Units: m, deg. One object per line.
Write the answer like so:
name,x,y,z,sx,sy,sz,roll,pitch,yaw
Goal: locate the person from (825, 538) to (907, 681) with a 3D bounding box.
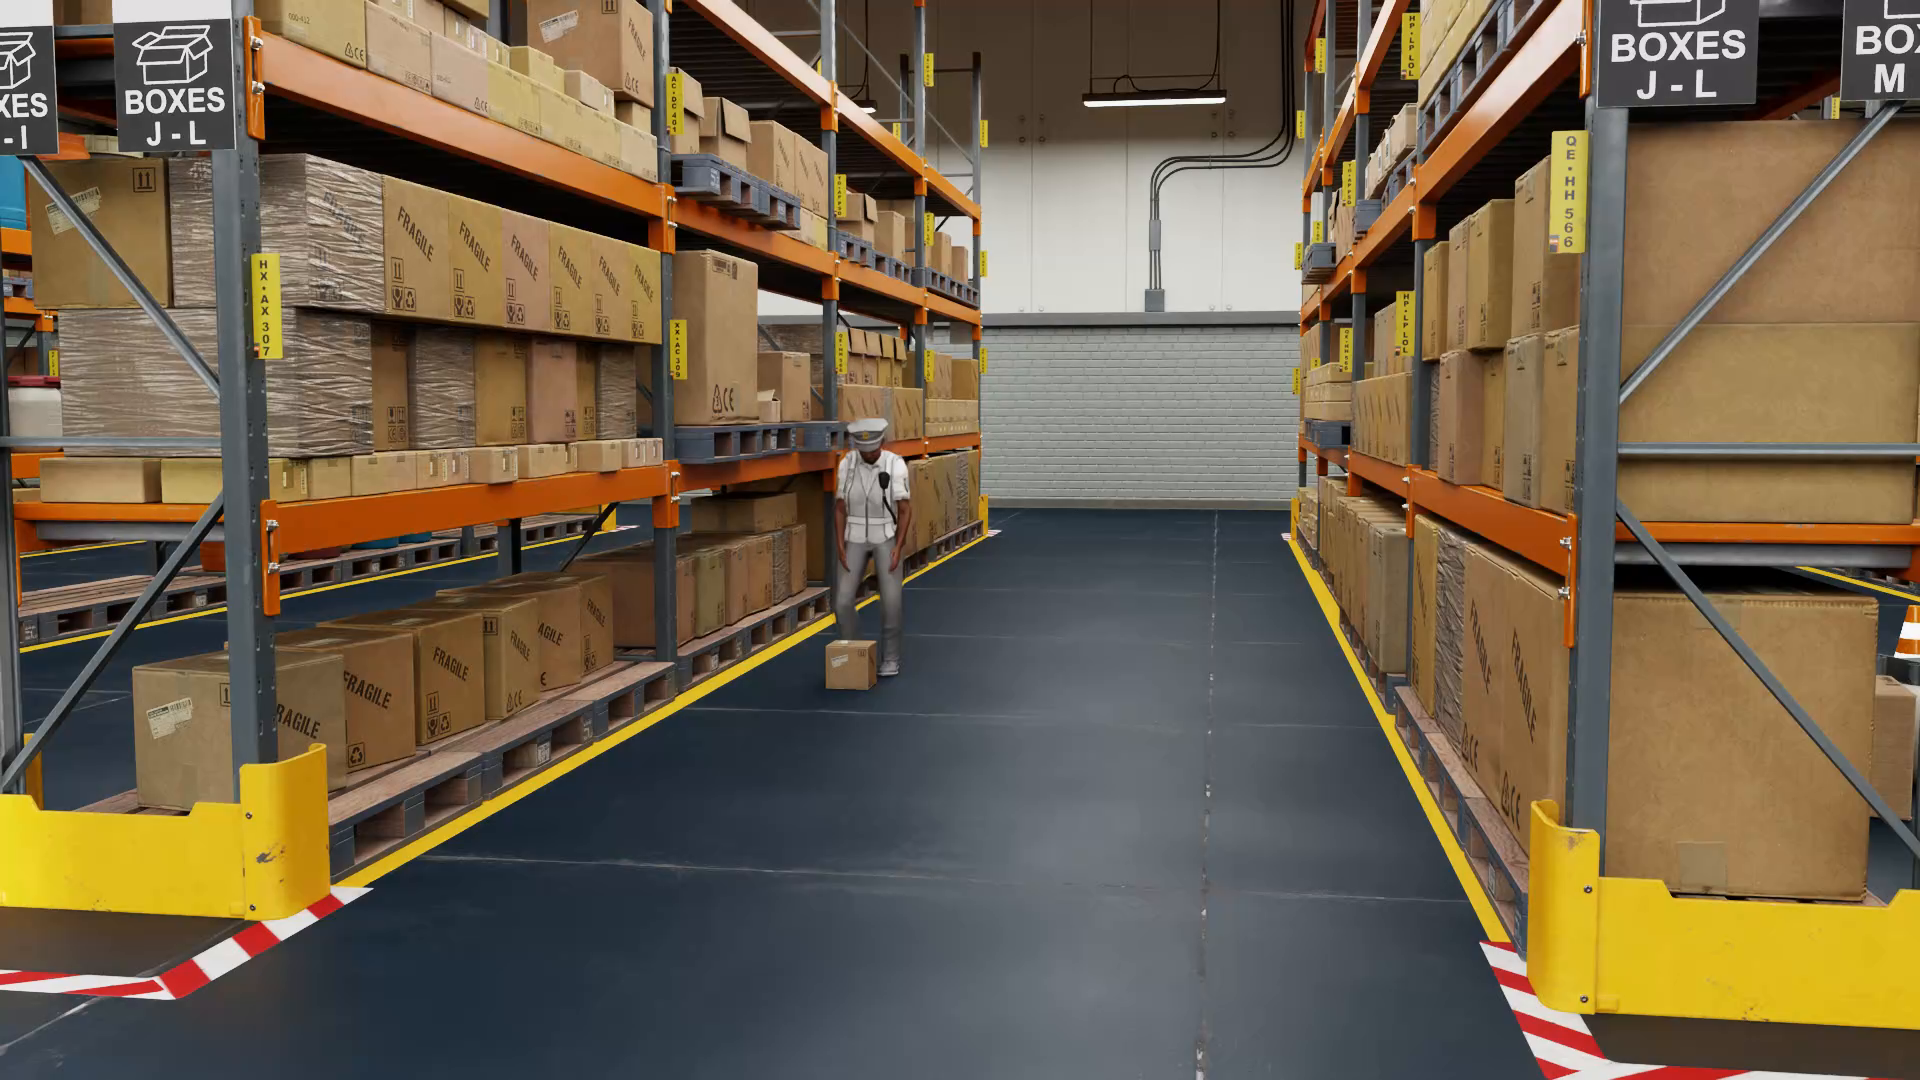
person,-0.559,0.404,9.923,0.428,0.864,0.762,1,5,9
